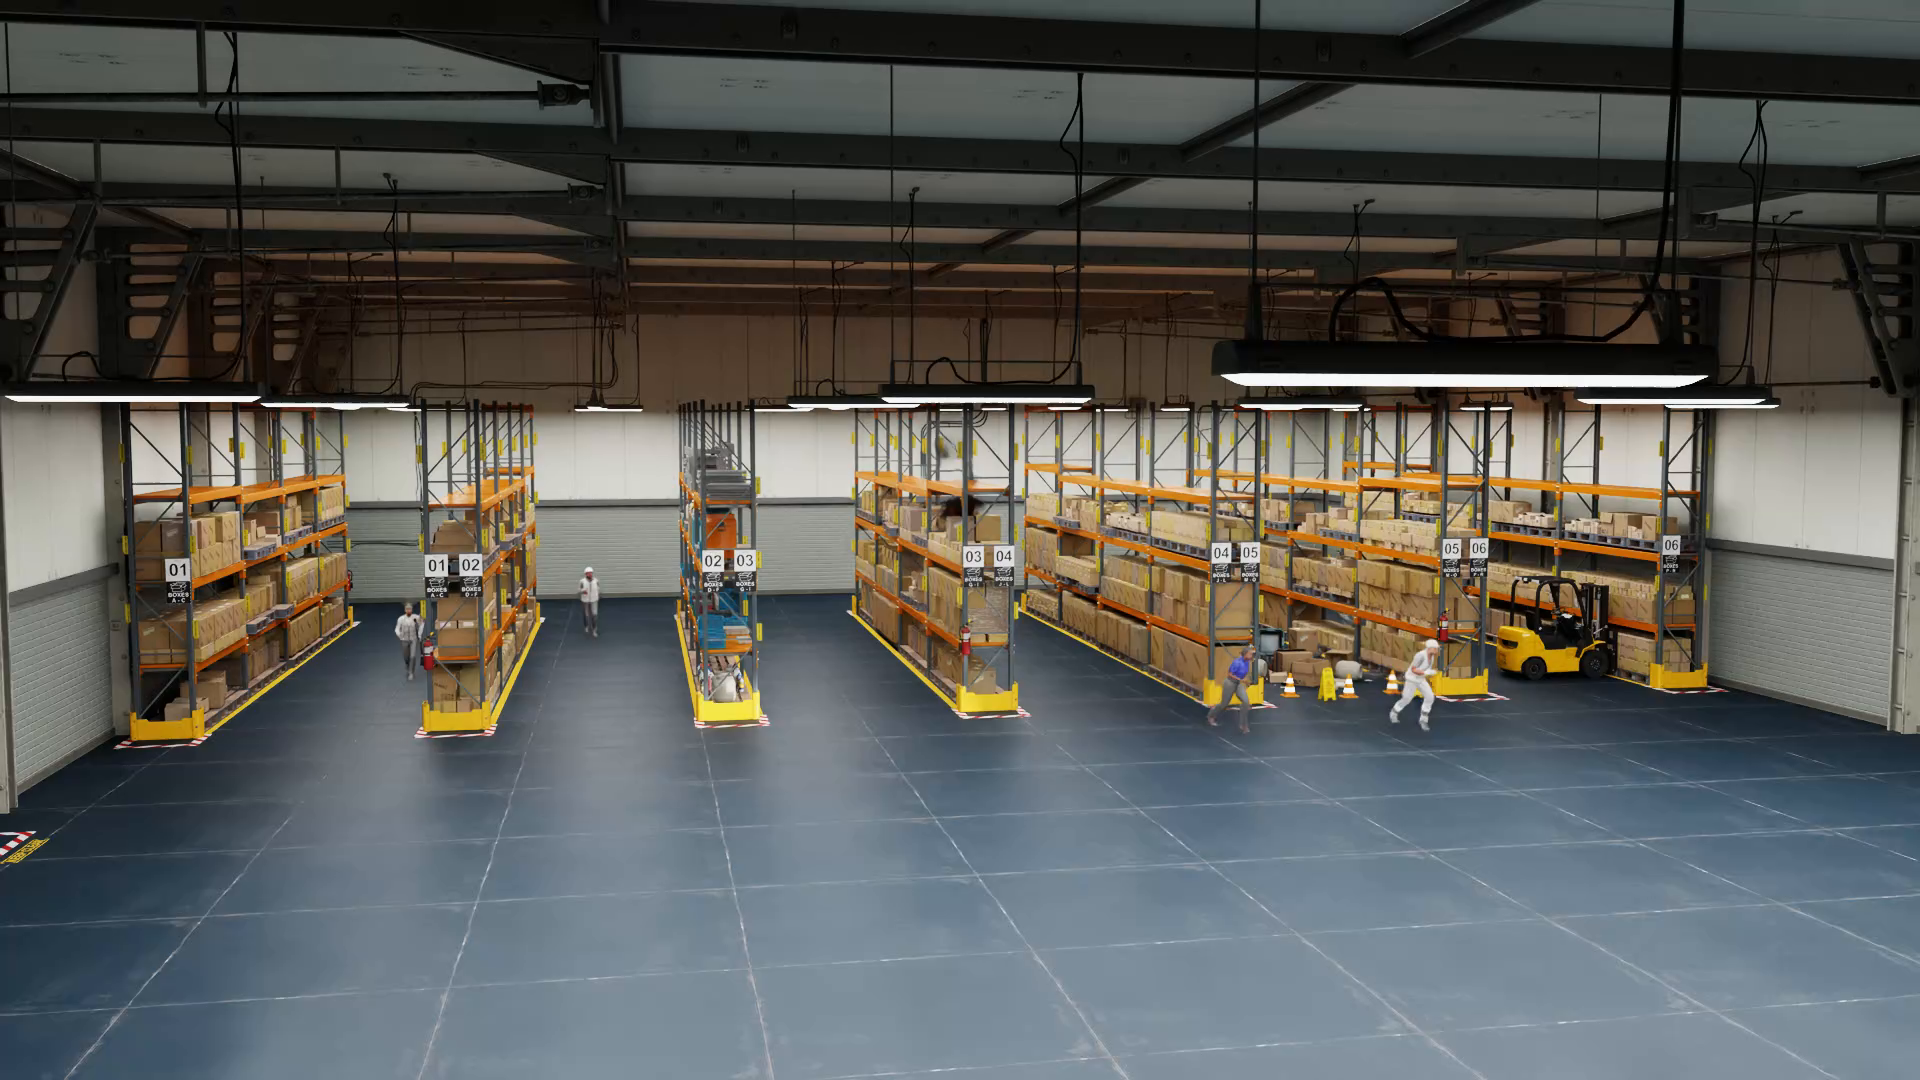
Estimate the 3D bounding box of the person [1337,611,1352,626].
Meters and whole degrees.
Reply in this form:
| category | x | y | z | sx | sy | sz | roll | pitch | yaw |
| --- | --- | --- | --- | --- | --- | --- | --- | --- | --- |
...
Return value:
| category | x | y | z | sx | sy | sz | roll | pitch | yaw |
| --- | --- | --- | --- | --- | --- | --- | --- | --- | --- |
| person | 10.038 | 1.607 | 43.294 | 0.670 | 1.726 | 0.790 | -1 | 4 | -7 |

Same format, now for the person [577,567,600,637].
| category | x | y | z | sx | sy | sz | roll | pitch | yaw |
| --- | --- | --- | --- | --- | --- | --- | --- | --- | --- |
| person | -9.588 | 1.601 | 42.989 | 0.600 | 1.821 | 0.831 | -1 | 4 | -16 |

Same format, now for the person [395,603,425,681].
| category | x | y | z | sx | sy | sz | roll | pitch | yaw |
| --- | --- | --- | --- | --- | --- | --- | --- | --- | --- |
| person | -11.932 | 2.170 | 36.085 | 0.605 | 1.672 | 0.841 | -1 | 4 | -16 |

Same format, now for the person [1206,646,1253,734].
| category | x | y | z | sx | sy | sz | roll | pitch | yaw |
| --- | --- | --- | --- | --- | --- | --- | --- | --- | --- |
| person | 4.898 | 2.694 | 30.130 | 0.964 | 1.616 | 0.618 | 4 | 6 | 41 |

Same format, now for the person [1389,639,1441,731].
| category | x | y | z | sx | sy | sz | roll | pitch | yaw |
| --- | --- | --- | --- | --- | --- | --- | --- | --- | --- |
| person | 8.291 | 2.628 | 30.293 | 0.707 | 1.716 | 1.021 | -4 | 6 | -42 |
